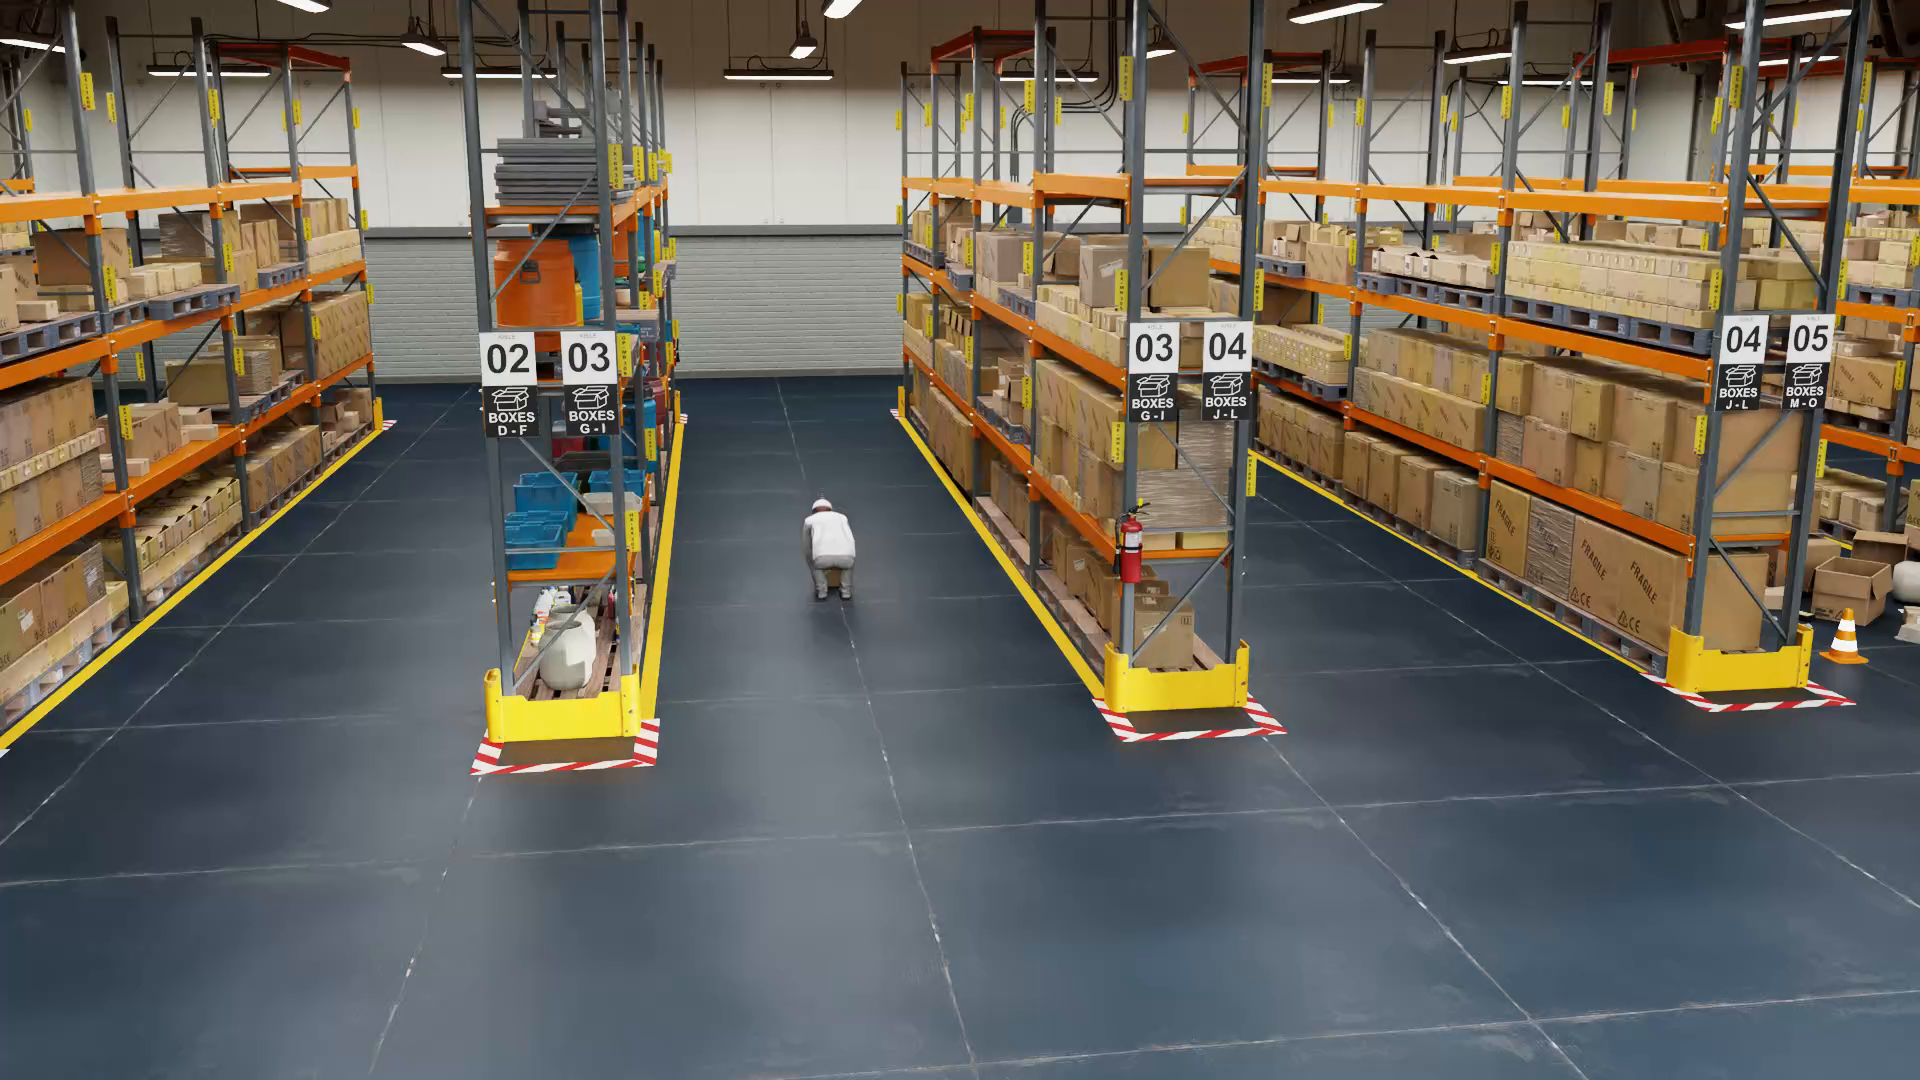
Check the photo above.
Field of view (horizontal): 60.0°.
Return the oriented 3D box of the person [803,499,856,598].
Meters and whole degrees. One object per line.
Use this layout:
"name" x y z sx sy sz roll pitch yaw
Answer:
"person" -1.367 0.096 17.391 0.535 0.930 0.911 -2 13 -8
